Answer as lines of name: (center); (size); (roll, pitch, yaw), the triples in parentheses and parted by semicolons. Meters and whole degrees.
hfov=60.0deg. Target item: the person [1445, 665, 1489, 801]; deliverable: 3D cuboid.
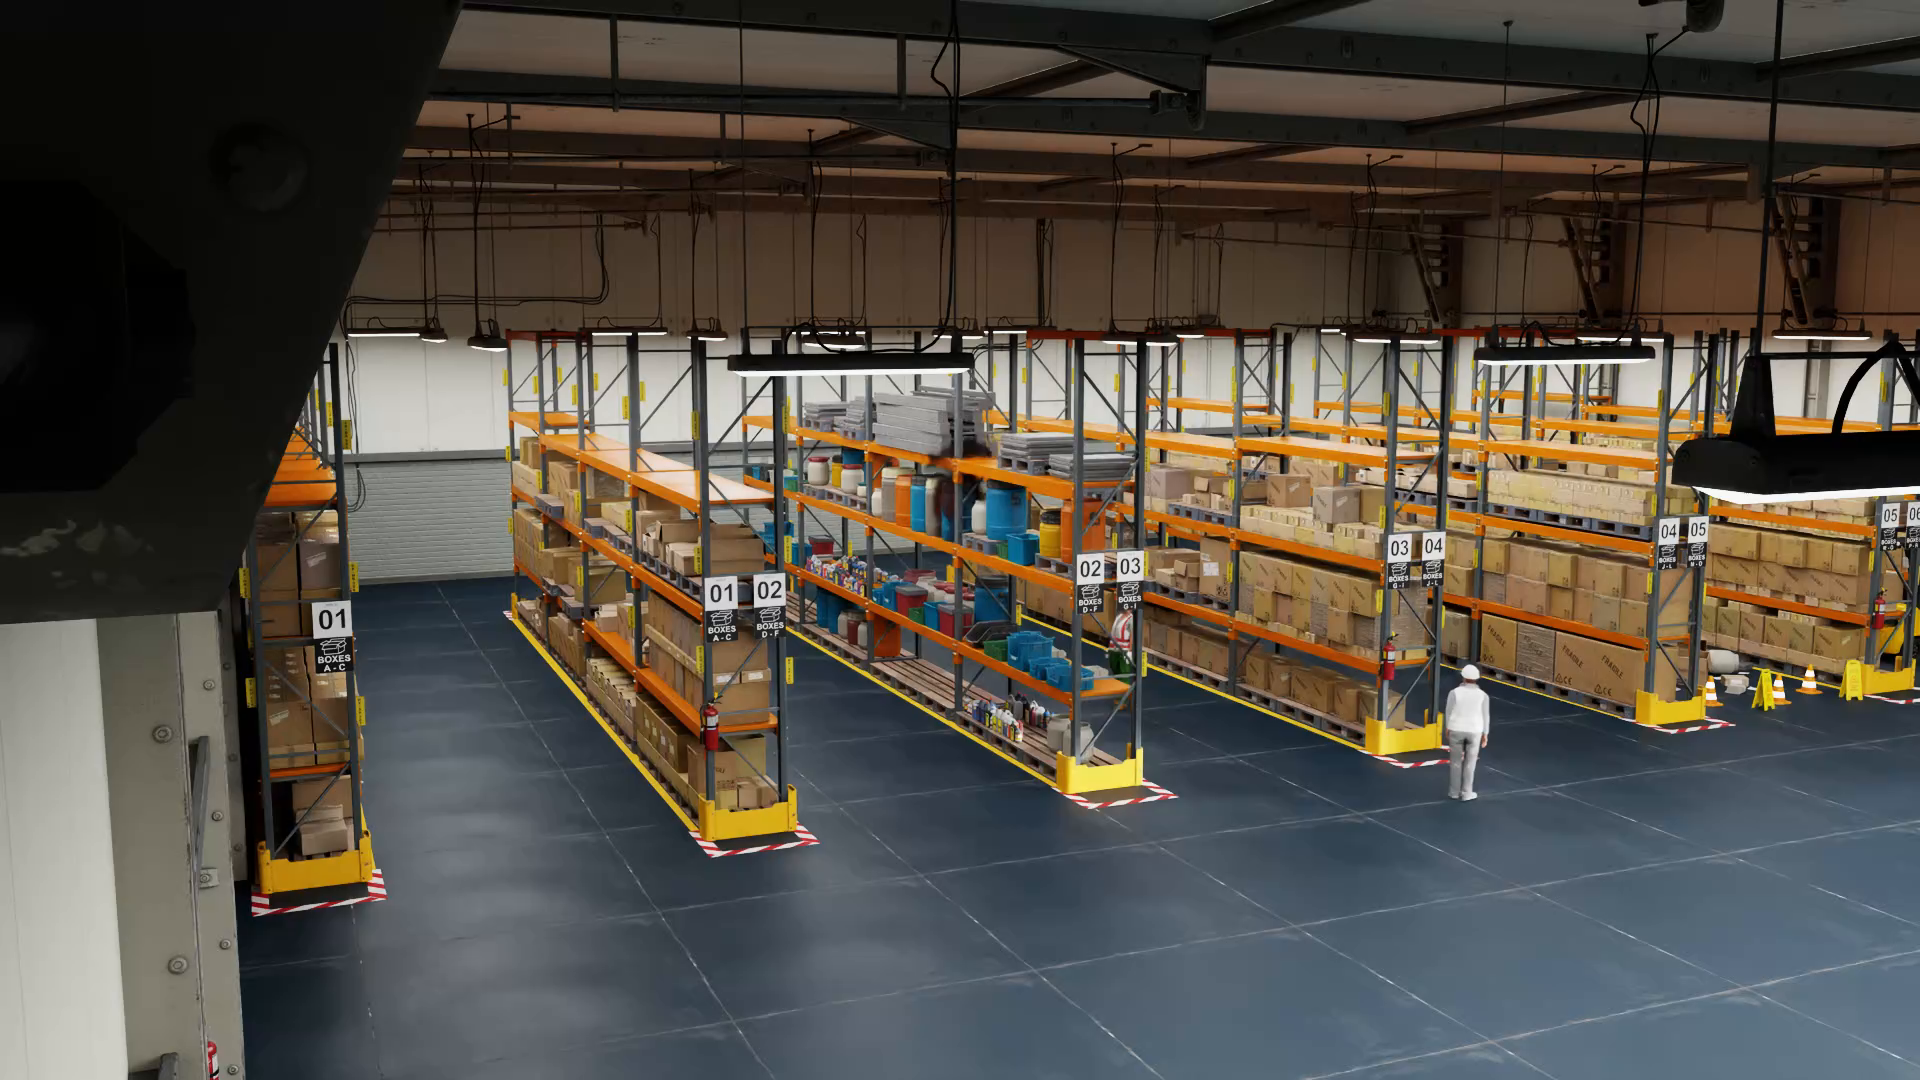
person: (6.603, 2.506, 21.684); (0.555, 1.781, 0.375); (2, 8, 16)

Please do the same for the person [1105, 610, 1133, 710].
person: (2.558, 1.808, 26.763); (0.575, 1.770, 0.606); (6, 10, 39)
